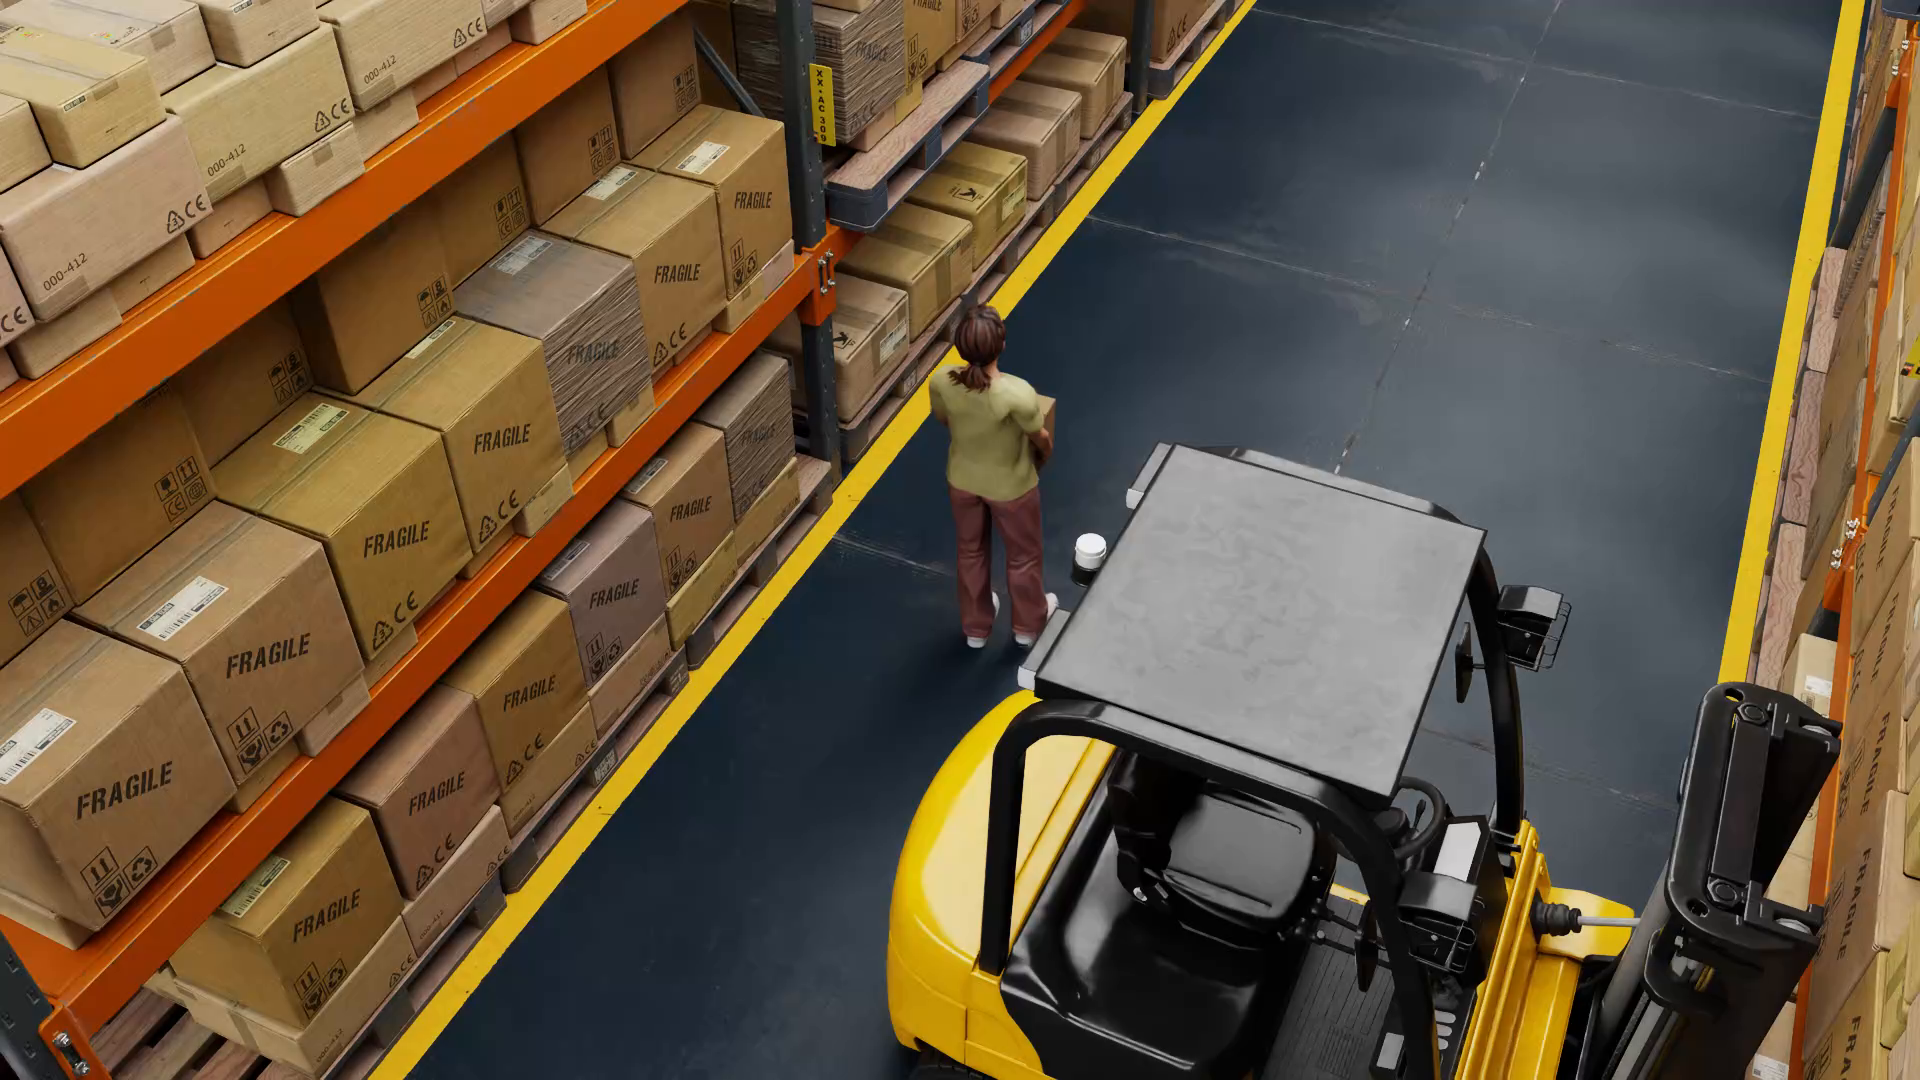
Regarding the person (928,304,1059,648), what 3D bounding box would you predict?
[{"bbox_3d":[0.131,-0.251,6.442,0.465,1.664,0.498,15,44,16],"label":"person"}]
